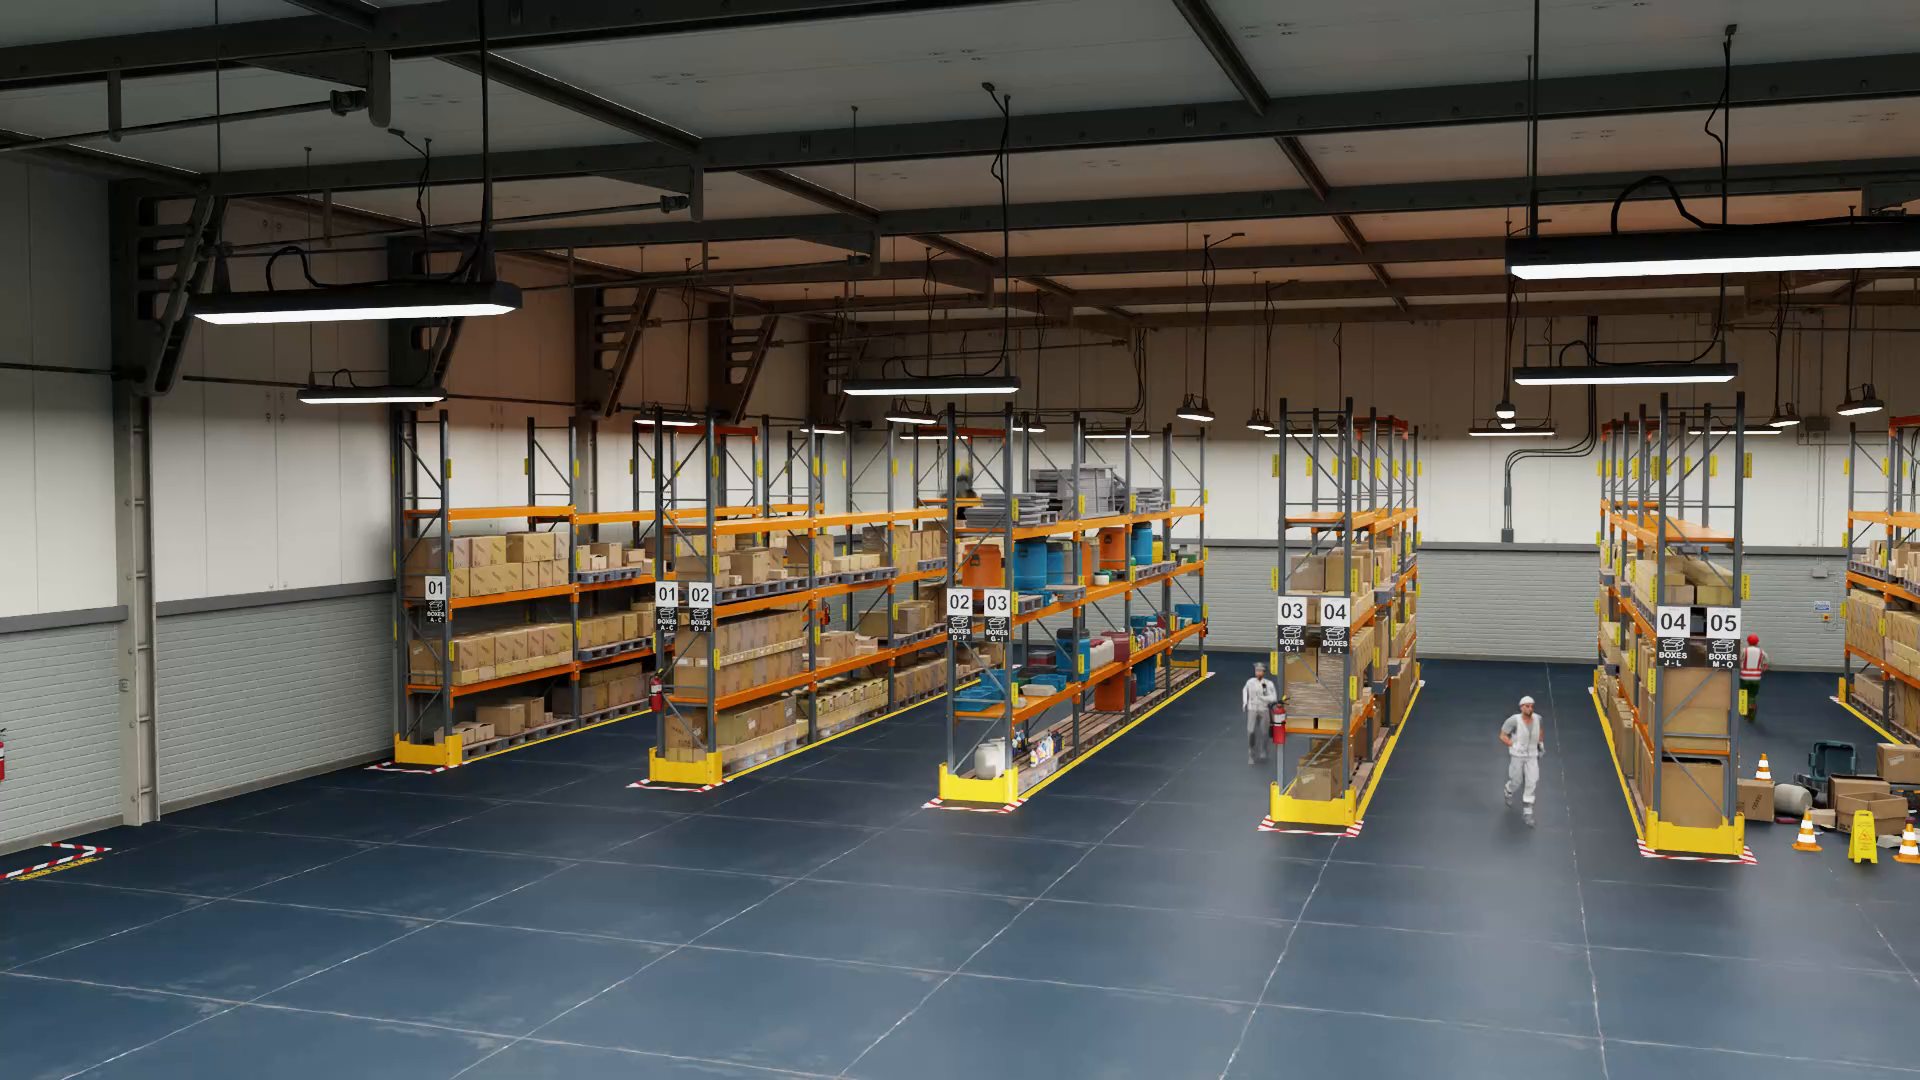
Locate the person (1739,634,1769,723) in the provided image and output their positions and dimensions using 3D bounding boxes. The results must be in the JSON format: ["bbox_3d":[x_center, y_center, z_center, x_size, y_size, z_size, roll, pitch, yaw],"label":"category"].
[{"bbox_3d":[15.613,2.722,32.877,0.654,1.744,0.532,0,2,10],"label":"person"}]

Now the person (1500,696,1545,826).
[{"bbox_3d":[8.018,3.094,23.693,0.684,1.775,1.027,0,2,-4],"label":"person"}]

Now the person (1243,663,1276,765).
[{"bbox_3d":[5.078,2.948,28.269,0.580,1.750,0.737,1,3,17],"label":"person"}]
